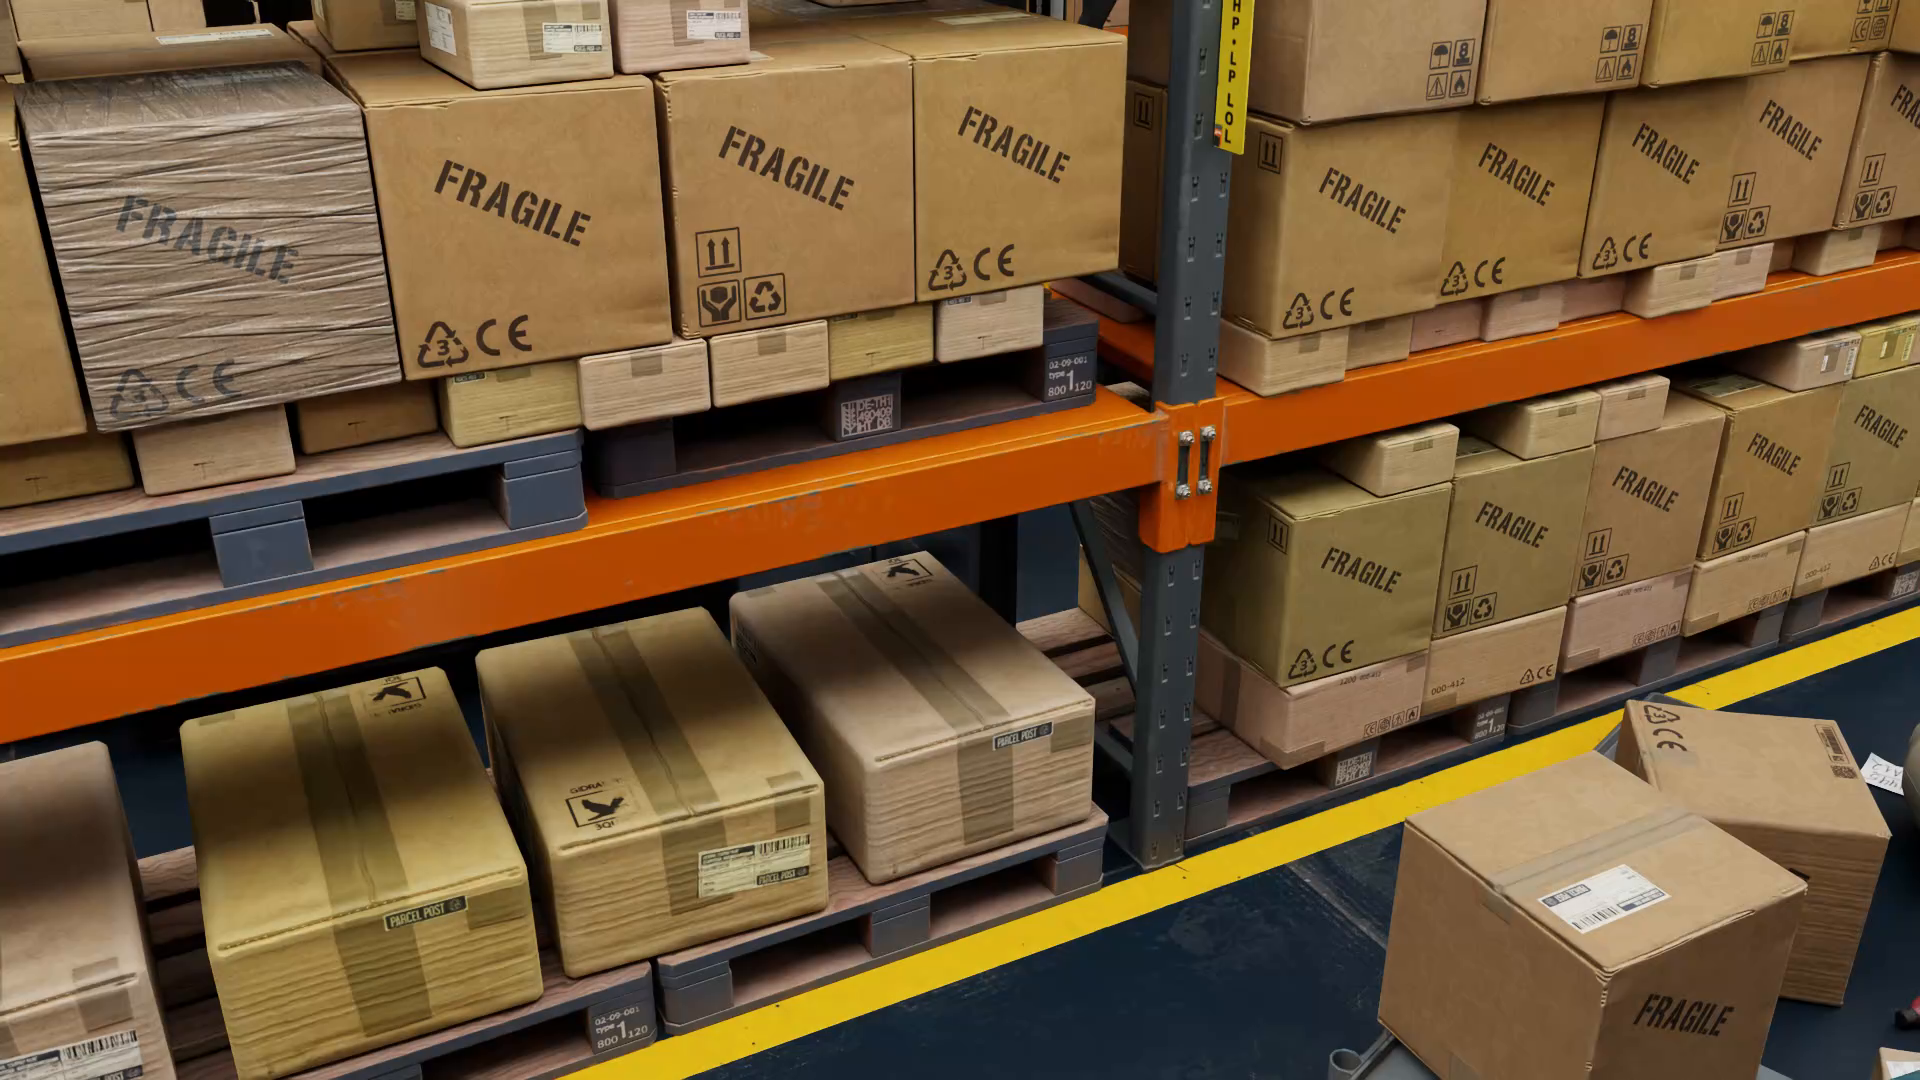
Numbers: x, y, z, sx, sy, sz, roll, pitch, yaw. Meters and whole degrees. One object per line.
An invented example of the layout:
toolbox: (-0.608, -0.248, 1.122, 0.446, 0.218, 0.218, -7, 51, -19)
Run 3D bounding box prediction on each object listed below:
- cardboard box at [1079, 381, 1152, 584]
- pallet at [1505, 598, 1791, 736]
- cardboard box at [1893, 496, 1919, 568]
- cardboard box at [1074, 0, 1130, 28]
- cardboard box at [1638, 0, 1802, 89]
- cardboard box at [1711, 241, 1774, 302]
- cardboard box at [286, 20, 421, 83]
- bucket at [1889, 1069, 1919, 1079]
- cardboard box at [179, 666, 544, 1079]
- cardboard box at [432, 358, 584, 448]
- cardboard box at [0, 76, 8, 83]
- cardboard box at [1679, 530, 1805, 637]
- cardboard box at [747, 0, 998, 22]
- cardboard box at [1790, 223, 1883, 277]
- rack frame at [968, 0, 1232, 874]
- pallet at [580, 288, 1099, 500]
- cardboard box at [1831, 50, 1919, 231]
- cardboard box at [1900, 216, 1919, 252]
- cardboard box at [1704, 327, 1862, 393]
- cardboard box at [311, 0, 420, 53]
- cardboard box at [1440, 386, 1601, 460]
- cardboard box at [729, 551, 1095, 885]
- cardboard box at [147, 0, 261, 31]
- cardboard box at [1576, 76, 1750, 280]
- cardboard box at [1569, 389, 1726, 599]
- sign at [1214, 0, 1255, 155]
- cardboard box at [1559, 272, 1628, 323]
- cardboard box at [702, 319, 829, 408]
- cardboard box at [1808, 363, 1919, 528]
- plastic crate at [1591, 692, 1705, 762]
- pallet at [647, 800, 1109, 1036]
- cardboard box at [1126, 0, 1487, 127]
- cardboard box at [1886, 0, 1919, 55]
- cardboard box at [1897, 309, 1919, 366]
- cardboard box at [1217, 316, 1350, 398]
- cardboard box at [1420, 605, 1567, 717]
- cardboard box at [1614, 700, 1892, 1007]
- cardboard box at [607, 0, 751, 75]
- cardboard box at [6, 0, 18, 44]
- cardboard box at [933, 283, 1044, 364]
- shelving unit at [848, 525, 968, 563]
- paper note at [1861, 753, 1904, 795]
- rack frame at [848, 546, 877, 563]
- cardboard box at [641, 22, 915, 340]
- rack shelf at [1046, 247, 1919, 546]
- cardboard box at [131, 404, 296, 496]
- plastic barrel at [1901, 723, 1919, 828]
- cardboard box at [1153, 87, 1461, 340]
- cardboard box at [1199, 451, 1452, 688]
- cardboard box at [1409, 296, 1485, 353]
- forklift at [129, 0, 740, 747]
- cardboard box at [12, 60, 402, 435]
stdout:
cardboard box: (0.706, -0.181, 4.986, 0.500, 0.500, 0.500, -13, 29, -26)
pallet: (1.964, 0.187, 5.617, 1.213, 0.211, 1.003, -13, 29, -25)
cardboard box: (3.232, -0.162, 5.814, 0.500, 0.250, 0.500, -13, 29, -25)
cardboard box: (0.728, -3.122, 9.171, 0.500, 0.500, 0.500, -12, 28, -23)
cardboard box: (1.717, -1.494, 4.282, 0.500, 0.500, 0.700, -14, 29, -26)
cardboard box: (2.081, -0.817, 4.777, 0.250, 0.149, 0.380, -13, 29, -25)
cardboard box: (-1.123, -0.855, 3.620, 0.500, 0.500, 0.500, -13, 29, -25)
bucket: (1.764, 1.082, 2.556, 0.620, 0.611, 0.726, -13, 27, -3)
cardboard box: (-1.397, 0.723, 3.829, 0.625, 0.372, 0.950, -12, 28, -23)
cardboard box: (-0.921, -0.333, 3.284, 0.250, 0.149, 0.380, -13, 29, -25)
cardboard box: (-2.053, -0.635, 3.163, 0.500, 0.500, 0.500, -15, 30, -29)
cardboard box: (2.333, 0.044, 5.384, 0.500, 0.250, 0.500, -14, 29, -27)
cardboard box: (-0.239, -1.052, 4.032, 0.500, 0.500, 0.500, -12, 28, -24)
cardboard box: (2.514, -0.926, 5.004, 0.250, 0.149, 0.380, -13, 29, -26)
rack frame: (0.310, -0.670, 4.180, 0.127, 3.000, 1.000, -13, 29, -25)
pallet: (-0.433, -0.483, 4.013, 1.213, 0.211, 1.003, -13, 29, -25)
cardboard box: (2.603, -1.247, 4.923, 0.500, 0.500, 0.500, -13, 29, -25)
cardboard box: (2.990, -1.012, 5.181, 0.250, 0.149, 0.380, -12, 28, -24)
cardboard box: (2.506, -0.599, 5.107, 0.250, 0.149, 0.380, -12, 28, -23)
cardboard box: (-1.182, -1.110, 3.401, 0.250, 0.149, 0.380, -11, 28, -22)
cardboard box: (1.549, -0.375, 4.641, 0.250, 0.149, 0.380, -12, 28, -23)
cardboard box: (-0.152, 0.433, 4.433, 0.625, 0.372, 0.950, -13, 28, -24)
cardboard box: (-3.246, -2.316, 7.203, 0.500, 0.250, 0.500, -12, 28, -24)
cardboard box: (1.710, -1.041, 4.493, 0.500, 0.500, 0.500, -13, 29, -26)
cardboard box: (1.883, -0.193, 5.012, 0.500, 0.500, 0.500, -11, 28, -22)
sign: (0.574, -0.981, 3.489, 0.005, 0.325, 0.100, -13, 29, -25)
cardboard box: (1.612, -0.739, 4.613, 0.250, 0.149, 0.380, -13, 29, -25)
cardboard box: (-0.466, -0.423, 3.470, 0.250, 0.149, 0.380, -14, 29, -26)
cardboard box: (2.796, -0.402, 5.447, 0.500, 0.500, 0.500, -12, 28, -23)
plastic crate: (2.081, 0.640, 4.825, 0.402, 0.080, 0.583, 21, 33, 37)
pallet: (-0.376, 0.746, 4.452, 1.213, 0.211, 1.003, -13, 29, -25)
cardboard box: (0.800, -1.307, 3.891, 0.500, 0.500, 0.700, -13, 29, -26)
cardboard box: (2.640, -1.684, 4.677, 0.500, 0.500, 0.700, -13, 29, -26)
cardboard box: (2.963, -0.702, 5.322, 0.250, 0.149, 0.380, -12, 28, -24)
cardboard box: (0.739, -0.498, 4.113, 0.250, 0.149, 0.380, -13, 29, -25)
cardboard box: (1.423, 0.250, 4.955, 0.500, 0.250, 0.500, -11, 28, -22)
cardboard box: (1.896, 0.757, 4.092, 0.500, 0.500, 0.500, 5, 26, 11)
cardboard box: (-0.593, -1.005, 3.184, 0.250, 0.149, 0.380, -14, 29, -27)
cardboard box: (-4.139, -2.106, 6.767, 0.500, 0.250, 0.500, -14, 29, -26)
cardboard box: (-0.014, -0.536, 3.705, 0.250, 0.149, 0.380, -13, 28, -24)
shelving unit: (-0.146, -0.507, 5.920, 0.503, 1.200, 0.258, -13, 29, -25)
paper note: (2.688, 0.676, 4.806, 0.142, 0.019, 0.148, 21, 33, 37)
rack frame: (-0.361, -0.457, 5.817, 0.015, 1.200, 0.240, -13, 29, -25)
cardboard box: (-0.427, -0.755, 3.413, 0.500, 0.500, 0.500, -13, 28, -25)
rack shelf: (2.075, -0.753, 5.184, 4.000, 0.370, 1.077, -13, 29, -25)
cardboard box: (-1.396, -0.237, 3.083, 0.250, 0.149, 0.380, -12, 28, -23)
plastic barrel: (2.729, 0.676, 4.354, 0.421, 0.421, 0.512, 5, 26, 11)
cardboard box: (0.829, -0.832, 4.059, 0.500, 0.500, 0.500, -13, 29, -25)
cardboard box: (0.958, 0.025, 4.557, 0.500, 0.500, 0.500, -12, 28, -23)
cardboard box: (1.157, -0.635, 4.398, 0.250, 0.149, 0.380, -13, 29, -25)
forklift: (-2.307, -0.963, 4.869, 3.031, 2.935, 1.130, -10, 27, -20)
cardboard box: (-1.347, -0.545, 2.976, 0.500, 0.500, 0.500, -14, 29, -27)
